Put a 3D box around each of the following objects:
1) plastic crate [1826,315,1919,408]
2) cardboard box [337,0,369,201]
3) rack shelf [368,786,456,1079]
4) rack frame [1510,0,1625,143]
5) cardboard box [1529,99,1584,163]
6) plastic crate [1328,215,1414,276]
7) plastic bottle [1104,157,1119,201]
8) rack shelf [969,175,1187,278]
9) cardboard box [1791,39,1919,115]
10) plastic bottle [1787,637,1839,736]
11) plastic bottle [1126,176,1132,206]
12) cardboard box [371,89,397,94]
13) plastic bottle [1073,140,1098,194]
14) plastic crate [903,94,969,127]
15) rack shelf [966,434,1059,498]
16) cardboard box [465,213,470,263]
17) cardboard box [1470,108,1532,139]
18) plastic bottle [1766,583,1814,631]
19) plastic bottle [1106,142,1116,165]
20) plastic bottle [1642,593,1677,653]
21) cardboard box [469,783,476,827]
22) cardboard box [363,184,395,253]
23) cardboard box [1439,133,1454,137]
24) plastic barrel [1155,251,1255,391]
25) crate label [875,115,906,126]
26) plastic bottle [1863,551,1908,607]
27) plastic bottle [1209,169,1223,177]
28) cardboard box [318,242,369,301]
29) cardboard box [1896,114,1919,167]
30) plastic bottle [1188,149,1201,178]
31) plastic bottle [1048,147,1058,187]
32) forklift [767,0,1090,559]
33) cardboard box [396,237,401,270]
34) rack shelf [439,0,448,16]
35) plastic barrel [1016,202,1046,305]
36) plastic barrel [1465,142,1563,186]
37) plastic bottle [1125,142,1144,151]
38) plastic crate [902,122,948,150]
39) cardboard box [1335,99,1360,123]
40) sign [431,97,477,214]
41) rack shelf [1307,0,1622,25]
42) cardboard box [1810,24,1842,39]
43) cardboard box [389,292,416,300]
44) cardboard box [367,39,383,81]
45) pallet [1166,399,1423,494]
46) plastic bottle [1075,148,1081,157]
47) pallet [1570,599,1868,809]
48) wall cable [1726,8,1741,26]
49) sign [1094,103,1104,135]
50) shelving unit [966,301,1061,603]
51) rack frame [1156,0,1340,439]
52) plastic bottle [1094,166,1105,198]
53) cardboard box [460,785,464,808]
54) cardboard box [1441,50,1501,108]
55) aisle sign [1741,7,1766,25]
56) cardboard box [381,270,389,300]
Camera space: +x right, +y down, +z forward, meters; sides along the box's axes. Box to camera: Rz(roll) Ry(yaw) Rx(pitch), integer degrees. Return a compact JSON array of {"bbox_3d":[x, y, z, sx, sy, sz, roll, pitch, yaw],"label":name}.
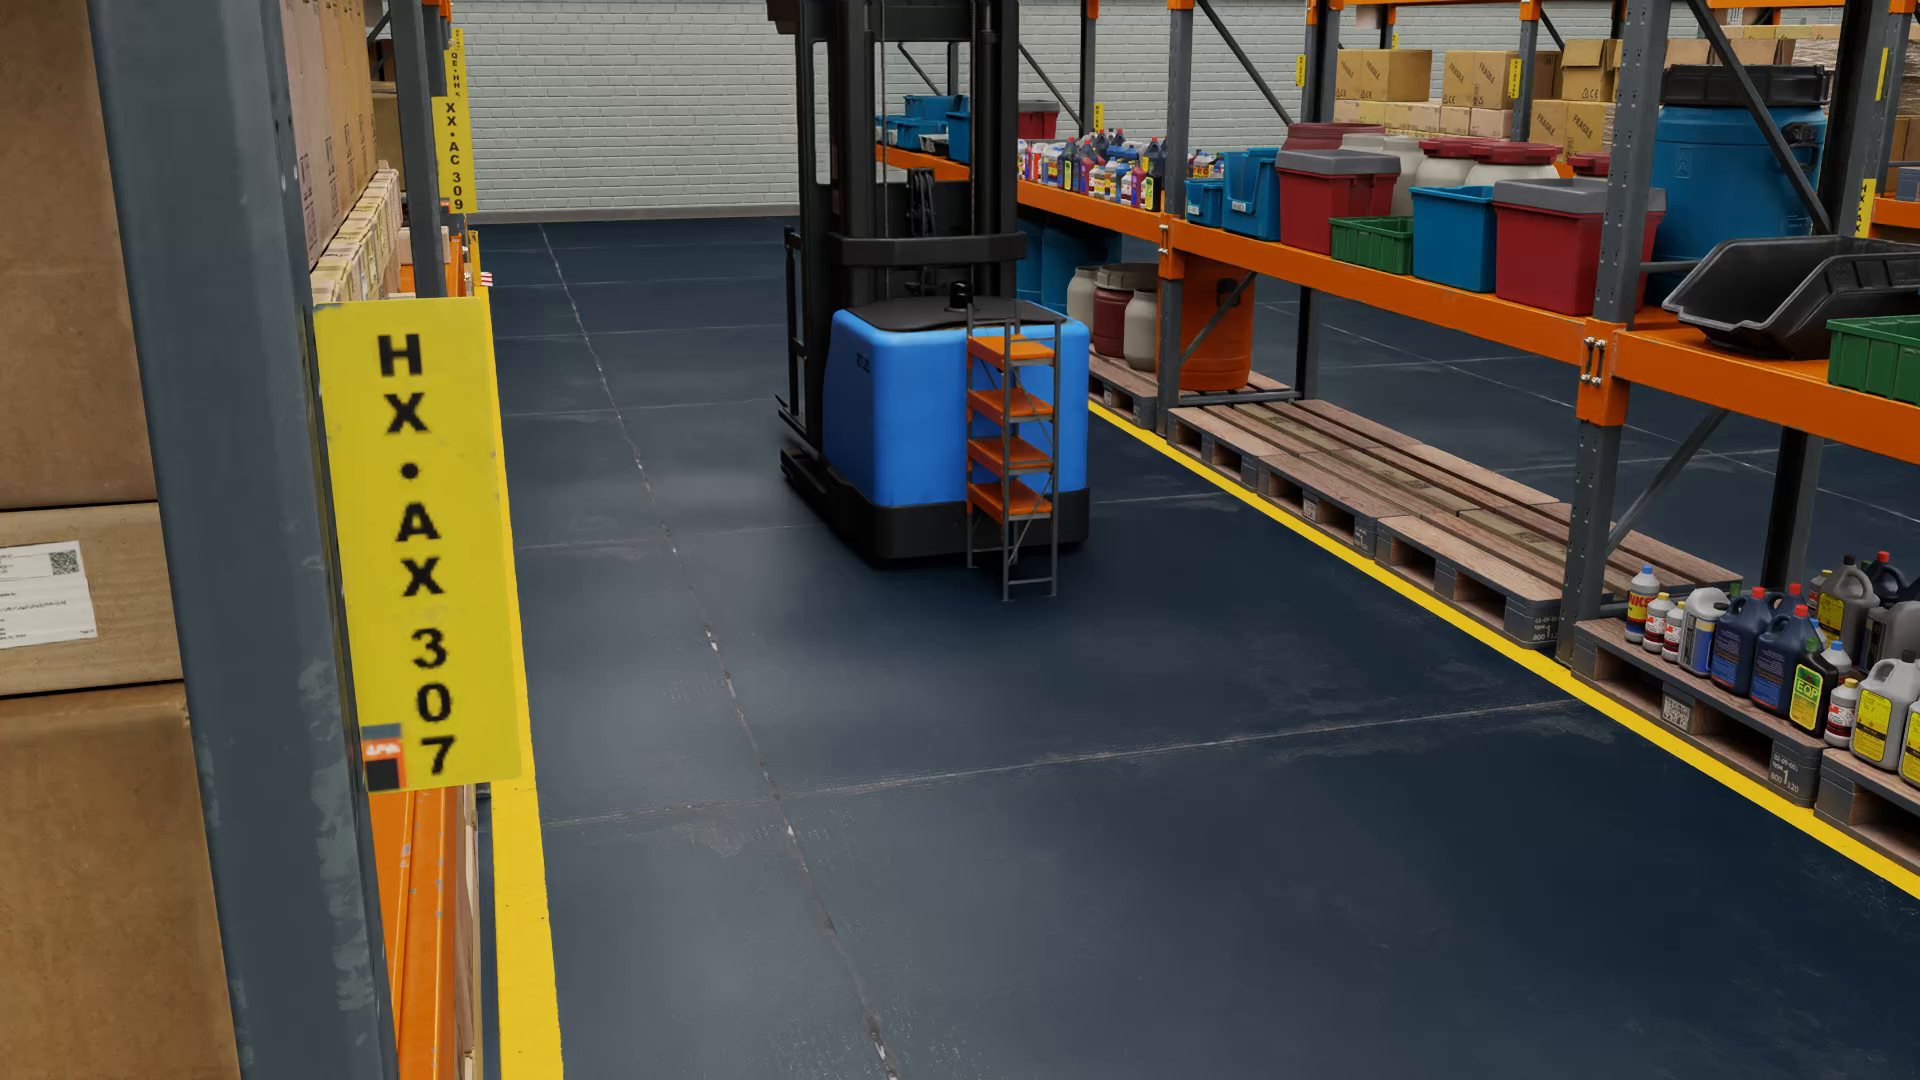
[{"bbox_3d":[2.886,-0.494,4.753,0.450,0.188,0.662,-5,17,-15],"label":"plastic crate"},{"bbox_3d":[-1.711,-1.010,3.673,0.700,0.500,0.500,-5,17,-15],"label":"cardboard box"},{"bbox_3d":[-1.429,0.295,3.008,1.077,0.370,4.000,-5,17,-15],"label":"rack shelf"},{"bbox_3d":[5.348,-3.598,14.717,1.000,3.000,0.127,-5,17,-15],"label":"rack frame"},{"bbox_3d":[5.234,-3.499,14.213,0.500,0.500,0.500,-5,17,-15],"label":"cardboard box"},{"bbox_3d":[2.035,-1.352,7.606,0.450,0.188,0.662,-5,17,-15],"label":"plastic crate"},{"bbox_3d":[0.979,-2.322,10.691,0.097,0.271,0.097,0,17,0],"label":"plastic bottle"},{"bbox_3d":[1.136,-2.309,11.675,1.077,0.370,4.000,-5,17,-15],"label":"rack shelf"},{"bbox_3d":[6.262,-3.224,11.552,0.797,0.503,0.637,-4,17,-13],"label":"cardboard box"},{"bbox_3d":[2.665,0.454,5.184,0.061,0.283,0.133,-4,17,-13],"label":"plastic bottle"},{"bbox_3d":[1.086,-2.180,10.342,0.097,0.201,0.097,0,17,0],"label":"plastic bottle"},{"bbox_3d":[-3.428,-2.392,9.797,0.700,0.500,0.500,-1,17,-5],"label":"cardboard box"},{"bbox_3d":[0.846,-2.518,11.207,0.144,0.351,0.185,-5,17,-15],"label":"plastic bottle"},{"bbox_3d":[-0.242,-4.281,16.824,0.616,0.435,0.499,-5,17,-15],"label":"plastic crate"},{"bbox_3d":[0.221,-0.323,7.176,0.258,0.148,0.480,-5,18,-17],"label":"rack shelf"},{"bbox_3d":[-4.891,-2.805,15.657,0.500,0.500,0.500,-5,17,-15],"label":"cardboard box"},{"bbox_3d":[4.975,-3.770,15.033,0.500,0.250,0.500,-5,17,-16],"label":"cardboard box"},{"bbox_3d":[2.746,0.309,5.550,0.144,0.351,0.185,-5,17,-15],"label":"plastic bottle"},{"bbox_3d":[1.129,-2.806,12.303,0.097,0.271,0.097,0,17,0],"label":"plastic bottle"},{"bbox_3d":[2.479,0.287,5.883,0.097,0.201,0.097,0,17,0],"label":"plastic bottle"},{"bbox_3d":[-1.642,0.624,4.712,0.500,0.250,0.500,-5,17,-15],"label":"cardboard box"},{"bbox_3d":[-1.558,-0.763,3.976,0.380,0.149,0.250,-5,17,-17],"label":"cardboard box"},{"bbox_3d":[4.737,-3.750,15.658,0.380,0.149,0.250,-4,17,-14],"label":"cardboard box"},{"bbox_3d":[1.534,-1.396,10.428,0.600,0.830,0.708,-5,17,-15],"label":"plastic barrel"},{"bbox_3d":[-0.762,-4.167,16.798,0.416,0.233,0.303,-5,17,-15],"label":"crate label"},{"bbox_3d":[3.239,0.220,5.847,0.144,0.351,0.185,-5,17,-17],"label":"plastic bottle"},{"bbox_3d":[1.635,-2.263,10.618,0.097,0.201,0.097,0,17,0],"label":"plastic bottle"},{"bbox_3d":[-1.202,-0.406,2.789,0.380,0.149,0.250,-5,17,-15],"label":"cardboard box"},{"bbox_3d":[6.576,-2.696,11.538,0.500,0.500,0.500,-4,17,-14],"label":"cardboard box"},{"bbox_3d":[1.603,-2.513,11.306,0.061,0.283,0.133,-5,17,-15],"label":"plastic bottle"},{"bbox_3d":[0.671,-2.632,11.725,0.097,0.271,0.097,0,17,0],"label":"plastic bottle"},{"bbox_3d":[-0.336,-1.703,8.527,1.130,2.935,3.031,-5,18,-17],"label":"forklift"},{"bbox_3d":[-2.674,-1.241,7.306,0.380,0.149,0.250,-3,17,-11],"label":"cardboard box"},{"bbox_3d":[-3.628,-3.355,9.943,1.077,0.370,4.000,-5,17,-15],"label":"rack shelf"},{"bbox_3d":[0.719,-2.251,13.149,0.600,0.901,0.708,-5,17,-15],"label":"plastic barrel"},{"bbox_3d":[2.531,-1.544,7.641,0.433,0.535,0.433,0,17,0],"label":"plastic barrel"},{"bbox_3d":[1.281,-2.786,12.228,0.152,0.276,0.135,-5,17,-15],"label":"plastic bottle"},{"bbox_3d":[-0.318,-3.720,15.309,0.416,0.233,0.300,-5,17,-15],"label":"plastic crate"},{"bbox_3d":[4.270,-4.478,17.389,0.500,0.250,0.500,-5,17,-16],"label":"cardboard box"},{"bbox_3d":[-1.446,-1.100,4.758,0.100,0.325,0.005,-5,17,-15],"label":"sign"},{"bbox_3d":[4.799,-5.243,16.230,1.077,0.370,4.000,-5,17,-15],"label":"rack shelf"},{"bbox_3d":[9.324,-5.167,17.512,0.500,0.500,0.500,-5,18,-17],"label":"cardboard box"},{"bbox_3d":[-2.026,-0.744,5.652,0.380,0.149,0.250,-5,17,-15],"label":"cardboard box"},{"bbox_3d":[-4.566,-3.462,12.352,0.500,0.500,0.500,-5,17,-15],"label":"cardboard box"},{"bbox_3d":[1.861,-0.547,9.407,1.003,0.211,1.213,-5,17,-15],"label":"pallet"},{"bbox_3d":[0.821,-2.531,11.368,0.061,0.283,0.133,-5,17,-15],"label":"plastic bottle"},{"bbox_3d":[2.929,0.531,5.818,1.003,0.211,1.213,-5,17,-15],"label":"pallet"},{"bbox_3d":[12.205,-7.548,26.044,0.585,1.953,0.123,-5,17,-15],"label":"wall cable"},{"bbox_3d":[1.115,-3.382,13.516,0.100,0.325,0.005,-5,17,-15],"label":"sign"},{"bbox_3d":[0.221,-0.388,7.157,0.258,1.200,0.503,-5,18,-17],"label":"shelving unit"},{"bbox_3d":[1.685,-2.100,9.730,1.000,3.000,0.127,-5,17,-15],"label":"rack frame"},{"bbox_3d":[0.926,-2.342,10.880,0.097,0.201,0.097,0,17,0],"label":"plastic bottle"},{"bbox_3d":[-1.515,0.404,4.140,0.500,0.500,0.500,-5,17,-15],"label":"cardboard box"},{"bbox_3d":[4.831,-4.273,15.403,0.500,0.500,0.500,-5,17,-15],"label":"cardboard box"},{"bbox_3d":[9.314,-6.358,19.385,0.394,0.787,0.004,-5,17,-15],"label":"aisle sign"},{"bbox_3d":[-1.851,-0.529,4.325,0.700,0.500,0.500,-5,17,-17],"label":"cardboard box"}]
